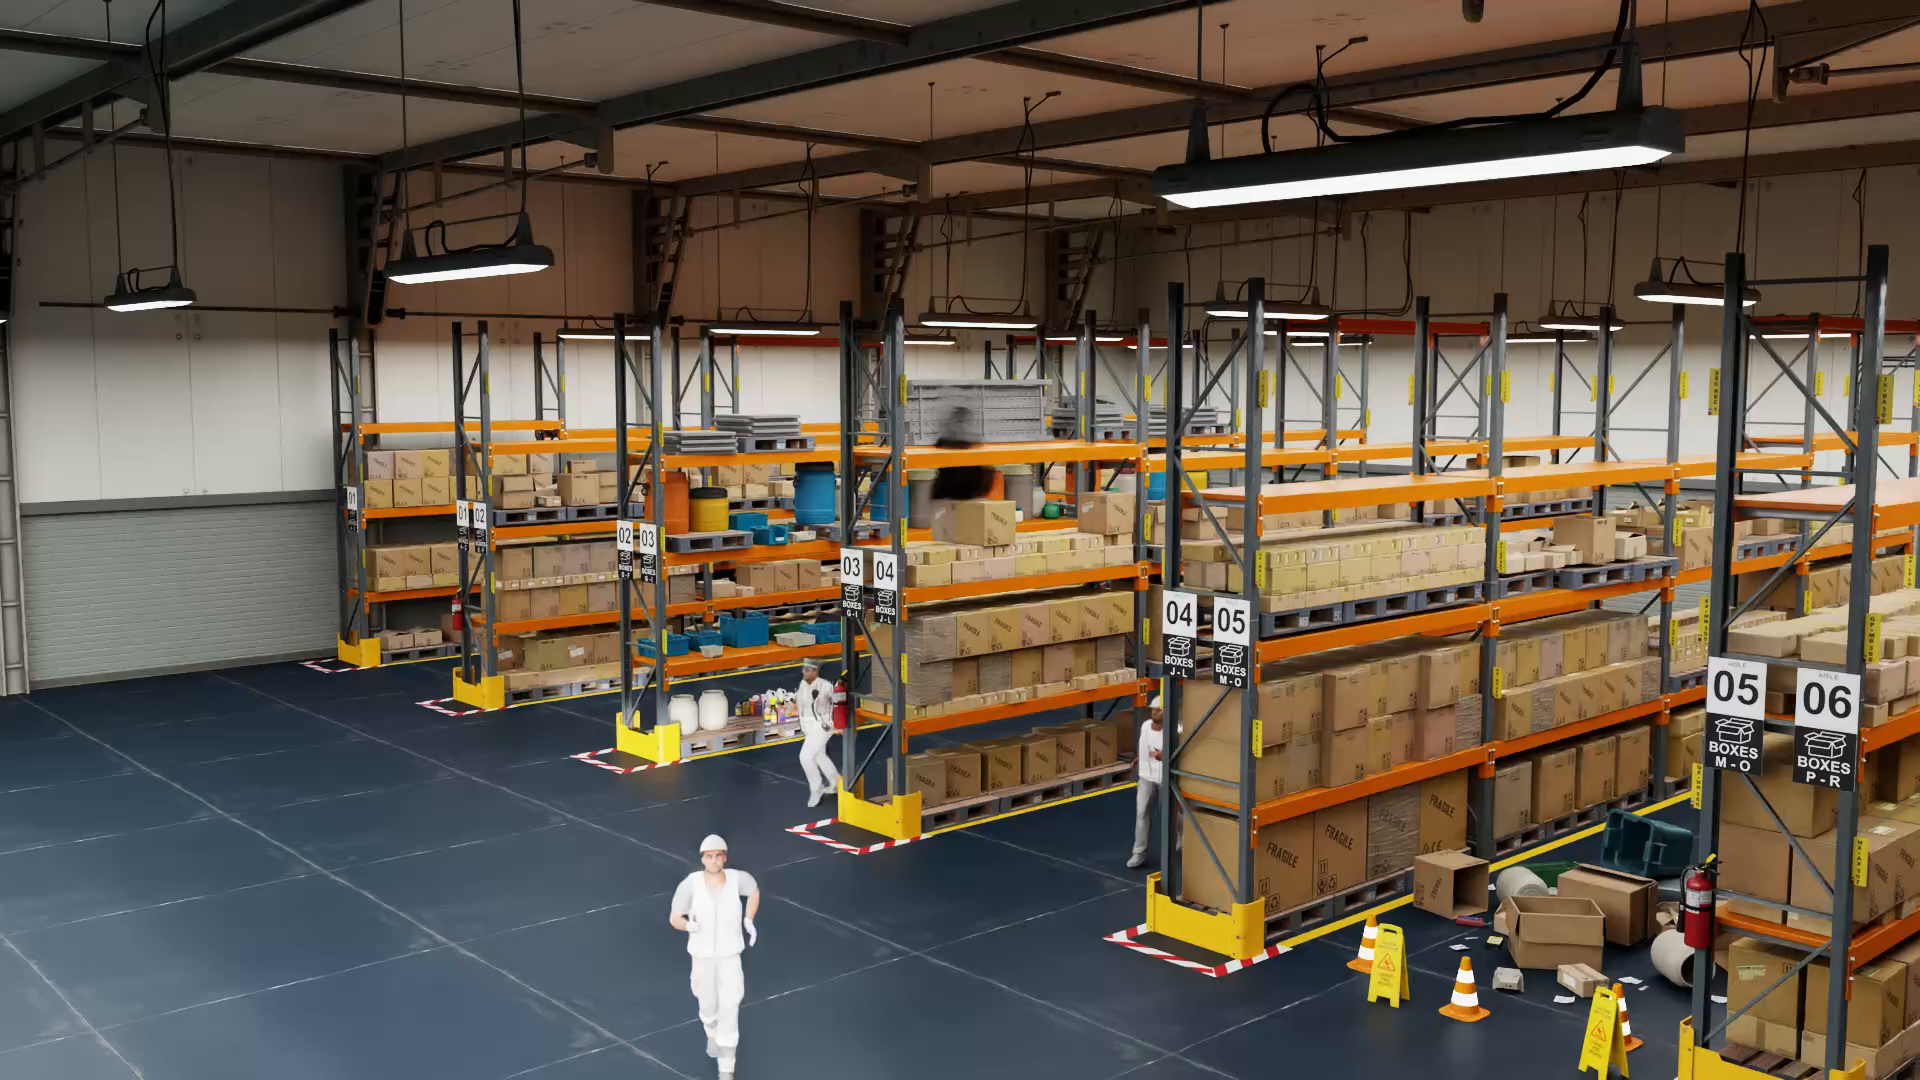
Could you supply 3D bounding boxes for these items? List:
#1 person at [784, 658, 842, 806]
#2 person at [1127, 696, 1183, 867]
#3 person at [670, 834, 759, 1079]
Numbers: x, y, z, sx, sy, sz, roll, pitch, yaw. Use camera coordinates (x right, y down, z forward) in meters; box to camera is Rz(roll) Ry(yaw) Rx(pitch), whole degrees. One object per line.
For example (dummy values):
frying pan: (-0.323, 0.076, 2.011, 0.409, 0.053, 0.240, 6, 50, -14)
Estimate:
person: (-1.746, 2.313, 20.204, 0.804, 1.811, 0.685, -4, 7, -38)
person: (2.100, 2.520, 17.616, 0.701, 1.750, 0.990, 4, 7, 36)
person: (-1.791, 3.049, 12.171, 0.648, 1.809, 0.902, -1, 6, -6)
